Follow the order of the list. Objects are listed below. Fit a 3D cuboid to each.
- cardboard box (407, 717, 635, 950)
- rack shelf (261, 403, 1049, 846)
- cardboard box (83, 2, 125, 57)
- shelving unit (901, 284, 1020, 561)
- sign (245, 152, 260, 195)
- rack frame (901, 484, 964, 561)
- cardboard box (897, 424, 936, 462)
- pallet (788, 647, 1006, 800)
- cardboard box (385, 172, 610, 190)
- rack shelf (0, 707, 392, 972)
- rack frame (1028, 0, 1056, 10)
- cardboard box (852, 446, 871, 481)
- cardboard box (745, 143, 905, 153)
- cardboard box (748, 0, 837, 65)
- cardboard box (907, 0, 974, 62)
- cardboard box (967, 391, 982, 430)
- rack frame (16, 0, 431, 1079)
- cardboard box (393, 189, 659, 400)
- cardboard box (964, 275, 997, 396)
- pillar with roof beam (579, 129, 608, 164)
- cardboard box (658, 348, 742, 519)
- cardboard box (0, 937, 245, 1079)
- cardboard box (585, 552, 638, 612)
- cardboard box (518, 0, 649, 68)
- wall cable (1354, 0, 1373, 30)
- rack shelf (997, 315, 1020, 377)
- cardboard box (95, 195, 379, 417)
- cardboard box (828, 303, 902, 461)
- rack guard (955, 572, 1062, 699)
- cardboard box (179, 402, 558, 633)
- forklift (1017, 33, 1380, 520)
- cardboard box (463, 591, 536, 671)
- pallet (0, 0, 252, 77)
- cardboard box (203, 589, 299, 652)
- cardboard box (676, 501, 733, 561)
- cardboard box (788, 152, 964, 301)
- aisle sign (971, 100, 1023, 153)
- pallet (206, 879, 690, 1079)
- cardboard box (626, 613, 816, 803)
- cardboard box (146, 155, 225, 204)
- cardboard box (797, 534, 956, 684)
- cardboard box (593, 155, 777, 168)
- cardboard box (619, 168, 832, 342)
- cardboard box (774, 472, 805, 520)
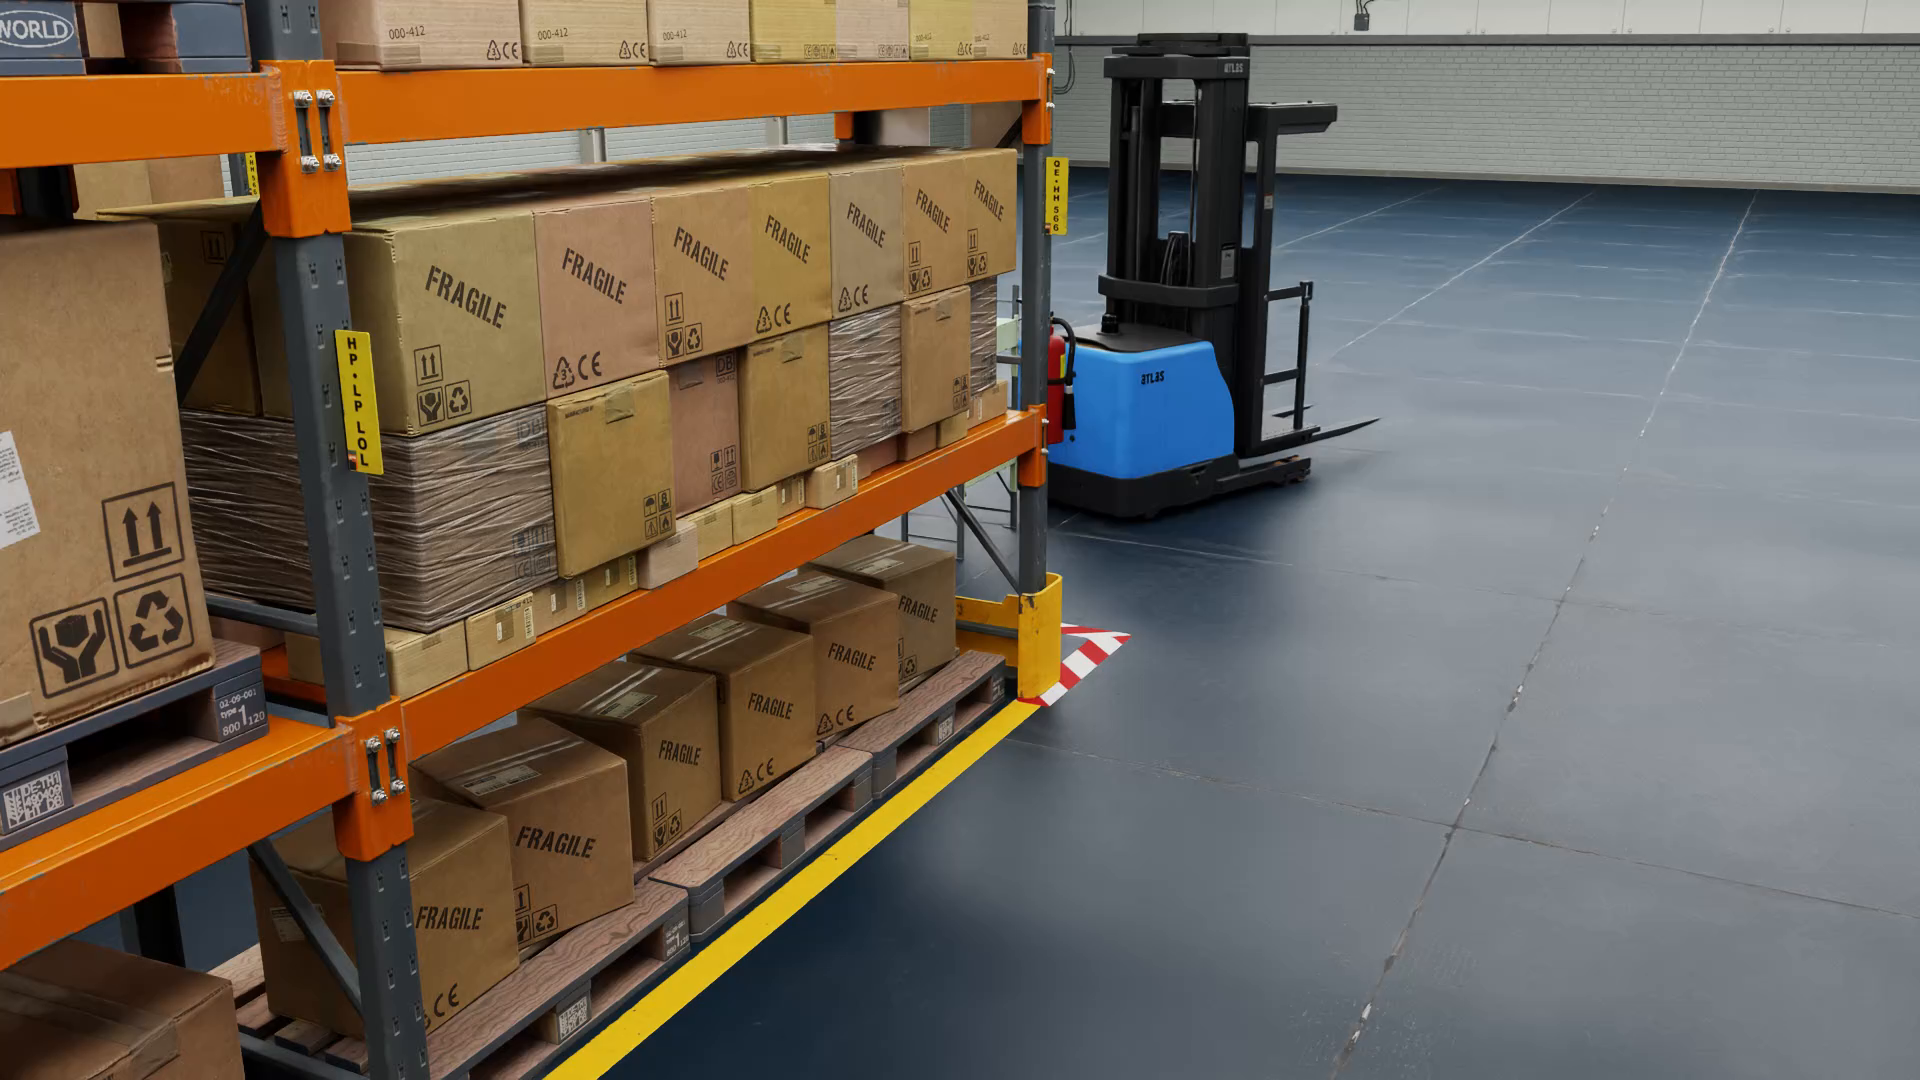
[{"bbox_3d":[-1.396,0.928,5.286,0.500,0.500,0.500,16,23,43],"label":"cardboard box"},{"bbox_3d":[-0.966,0.010,5.987,1.077,0.370,4.000,8,18,25],"label":"rack shelf"},{"bbox_3d":[-1.890,-1.341,4.266,0.500,0.250,0.500,9,19,27],"label":"cardboard box"},{"bbox_3d":[0.003,-0.721,9.817,0.431,1.500,0.755,8,18,25],"label":"shelving unit"},{"bbox_3d":[-3.985,-2.097,9.368,0.100,0.325,0.005,8,18,25],"label":"sign"},{"bbox_3d":[-0.161,-0.627,9.503,0.400,1.500,0.023,8,18,25],"label":"rack frame"},{"bbox_3d":[-0.318,-0.430,6.644,0.380,0.149,0.250,8,18,25],"label":"cardboard box"},{"bbox_3d":[-0.501,0.714,7.250,1.003,0.211,1.213,8,18,25],"label":"pallet"},{"bbox_3d":[-1.458,-0.900,5.332,0.500,0.500,0.500,8,18,25],"label":"cardboard box"},{"bbox_3d":[-2.753,1.029,2.556,1.077,0.370,4.000,8,18,25],"label":"rack shelf"},{"bbox_3d":[-0.072,-3.720,6.745,1.000,3.000,0.127,8,18,25],"label":"rack frame"},{"bbox_3d":[-0.559,-0.305,6.223,0.380,0.149,0.250,8,18,25],"label":"cardboard box"},{"bbox_3d":[-0.562,-1.409,7.046,0.500,0.500,0.500,8,18,25],"label":"cardboard box"},{"bbox_3d":[-0.738,-1.670,5.373,0.500,0.250,0.500,8,18,24],"label":"cardboard box"},{"bbox_3d":[-0.281,-1.928,6.242,0.500,0.250,0.500,8,18,26],"label":"cardboard box"},{"bbox_3d":[-0.127,-0.562,7.088,0.380,0.149,0.250,8,18,25],"label":"cardboard box"},{"bbox_3d":[-1.860,0.174,4.169,1.000,3.000,0.127,8,18,25],"label":"rack frame"},{"bbox_3d":[-1.209,-0.705,4.677,0.500,0.500,0.500,8,18,25],"label":"cardboard box"},{"bbox_3d":[-0.343,-0.898,7.083,0.875,0.500,0.500,8,18,25],"label":"cardboard box"},{"bbox_3d":[-2.603,-9.586,26.495,9.100,9.000,0.400,8,18,25],"label":"pillar with roof beam"},{"bbox_3d":[-1.215,-0.386,5.358,0.875,0.500,0.500,8,18,25],"label":"cardboard box"},{"bbox_3d":[-2.153,1.315,3.945,0.700,0.500,0.500,7,18,21],"label":"cardboard box"},{"bbox_3d":[-1.181,0.084,4.914,0.380,0.149,0.250,8,18,25],"label":"cardboard box"},{"bbox_3d":[-1.198,-1.409,4.496,0.500,0.250,0.500,8,18,25],"label":"cardboard box"},{"bbox_3d":[9.893,-14.191,36.026,2.305,6.003,0.169,8,18,25],"label":"wall cable"},{"bbox_3d":[0.003,-1.095,9.705,0.431,0.370,0.720,8,18,25],"label":"rack shelf"},{"bbox_3d":[-1.905,-0.645,4.474,0.500,0.500,0.500,8,18,25],"label":"cardboard box"},{"bbox_3d":[-0.721,-0.634,6.193,0.875,0.500,0.500,8,18,25],"label":"cardboard box"},{"bbox_3d":[-0.106,0.373,7.890,1.175,0.500,0.348,8,18,25],"label":"rack guard"},{"bbox_3d":[-1.603,-0.123,4.472,0.875,0.500,0.500,8,18,25],"label":"cardboard box"},{"bbox_3d":[1.766,-1.867,11.161,3.031,2.935,1.130,-15,22,-41],"label":"forklift"},{"bbox_3d":[-1.371,0.216,4.469,0.380,0.149,0.250,8,18,25],"label":"cardboard box"},{"bbox_3d":[-2.231,-1.030,3.285,1.213,0.211,1.003,8,18,25],"label":"pallet"},{"bbox_3d":[-2.027,0.203,4.515,0.380,0.149,0.250,8,18,25],"label":"cardboard box"},{"bbox_3d":[-0.958,-0.043,5.343,0.380,0.149,0.250,8,18,25],"label":"cardboard box"},{"bbox_3d":[-0.315,-1.215,6.392,0.500,0.500,0.500,8,18,25],"label":"cardboard box"},{"bbox_3d":[0.224,-2.068,7.154,0.394,0.787,0.004,8,18,25],"label":"aisle sign"},{"bbox_3d":[-1.591,1.335,5.157,1.003,0.211,1.213,8,18,25],"label":"pallet"},{"bbox_3d":[-0.899,0.623,6.311,0.500,0.500,0.500,10,19,30],"label":"cardboard box"},{"bbox_3d":[-4.665,-2.001,9.334,0.875,0.550,0.550,8,18,25],"label":"cardboard box"},{"bbox_3d":[-0.366,0.309,7.367,0.500,0.500,0.500,12,20,36],"label":"cardboard box"},{"bbox_3d":[-1.014,-1.155,6.190,0.500,0.500,0.500,8,18,25],"label":"cardboard box"},{"bbox_3d":[-0.772,-0.961,5.539,0.500,0.500,0.500,8,18,25],"label":"cardboard box"},{"bbox_3d":[-0.765,-0.175,5.786,0.380,0.149,0.250,8,18,25],"label":"cardboard box"}]
